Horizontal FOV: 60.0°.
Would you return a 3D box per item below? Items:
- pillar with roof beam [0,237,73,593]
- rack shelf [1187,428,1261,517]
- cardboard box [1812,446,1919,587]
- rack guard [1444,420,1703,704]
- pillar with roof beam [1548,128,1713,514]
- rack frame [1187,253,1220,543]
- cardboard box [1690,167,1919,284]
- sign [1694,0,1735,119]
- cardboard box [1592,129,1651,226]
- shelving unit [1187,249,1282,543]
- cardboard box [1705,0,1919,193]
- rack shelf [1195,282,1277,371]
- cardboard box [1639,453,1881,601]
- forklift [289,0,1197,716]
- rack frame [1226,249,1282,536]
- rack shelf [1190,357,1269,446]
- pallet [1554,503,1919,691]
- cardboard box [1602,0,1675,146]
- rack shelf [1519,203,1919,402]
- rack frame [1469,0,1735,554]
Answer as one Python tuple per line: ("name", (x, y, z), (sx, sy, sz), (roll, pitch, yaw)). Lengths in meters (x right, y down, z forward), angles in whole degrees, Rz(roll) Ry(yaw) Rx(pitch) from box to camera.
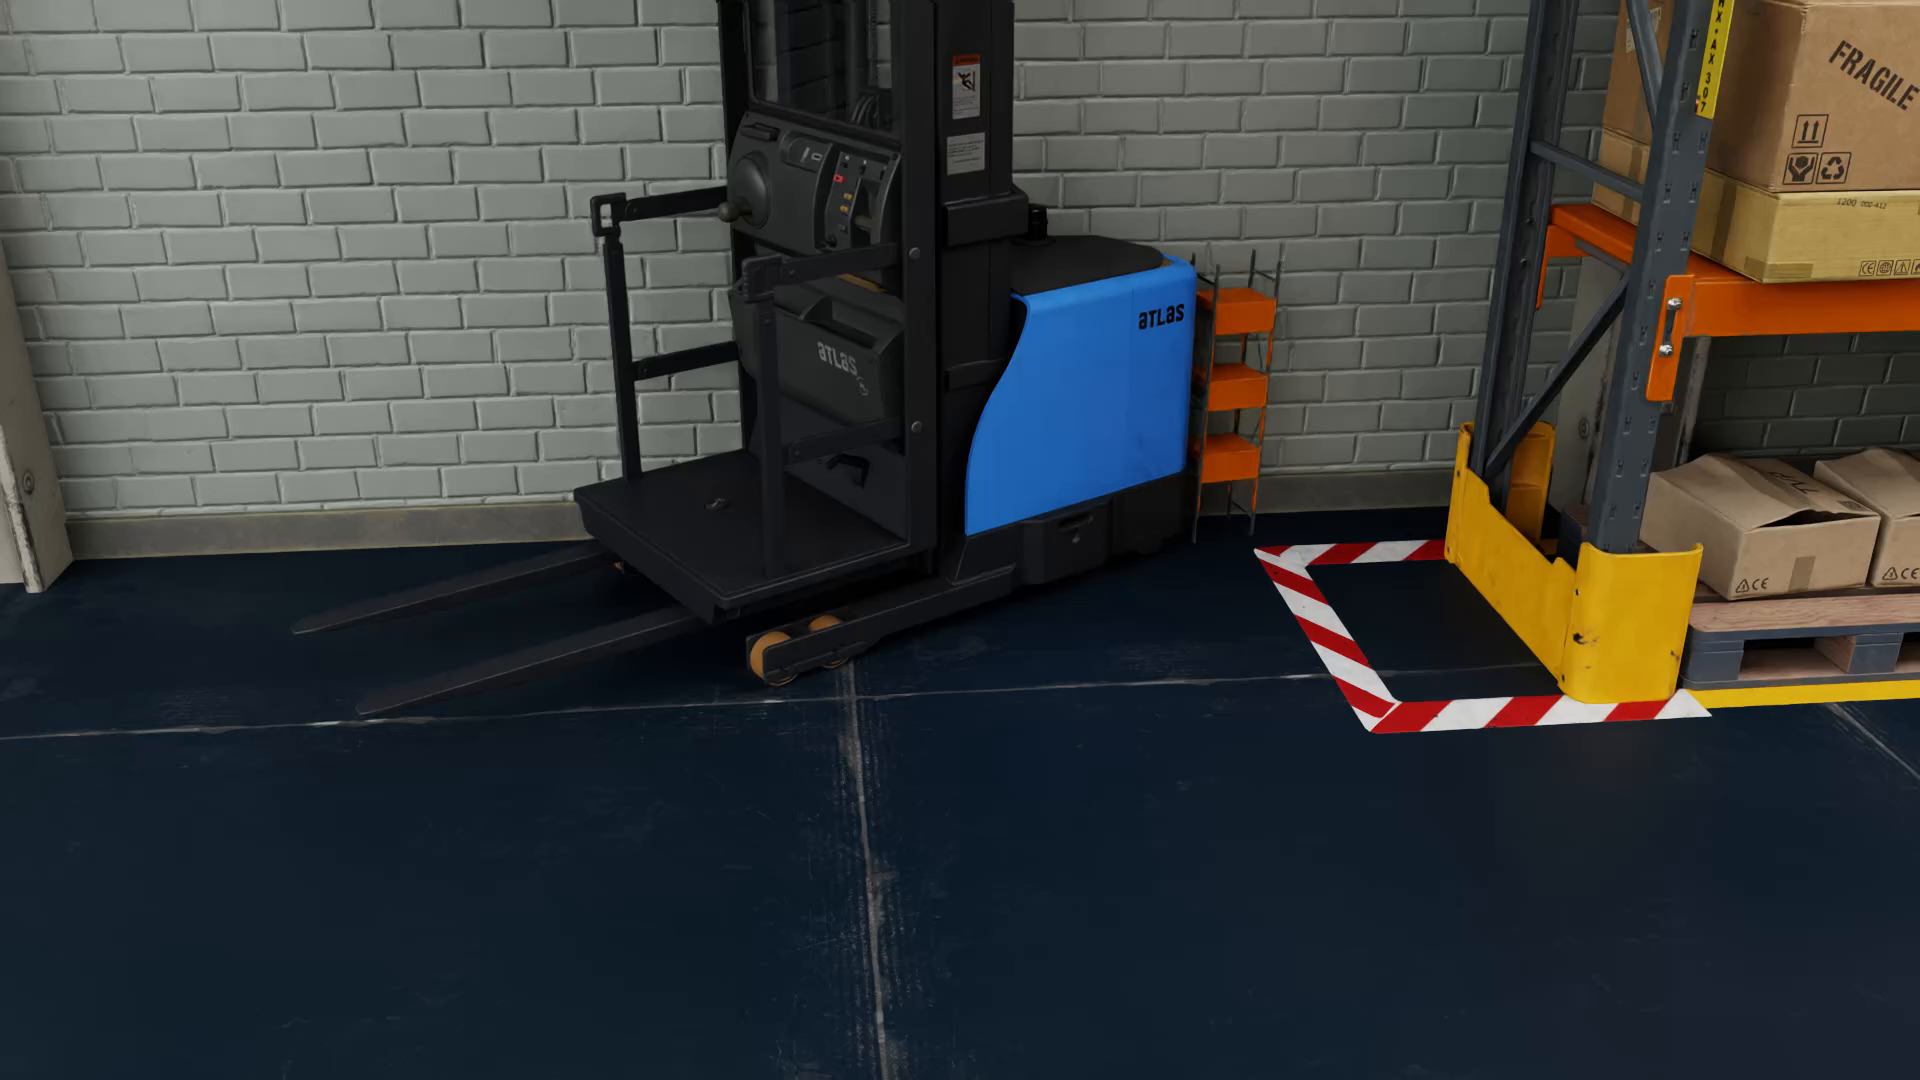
("pillar with roof beam", (-3.008, -2.243, 0.217), (0.400, 9.000, 9.100), (-2, 24, -5))
("rack shelf", (0.961, -0.256, 6.231), (0.240, 0.259, 0.215), (-7, 24, -19))
("cardboard box", (3.193, -0.090, 5.528), (0.500, 0.311, 0.500), (0, 24, -1))
("rack guard", (2.004, 0.036, 5.554), (0.348, 0.500, 1.175), (-2, 24, -5))
("pillar with roof beam", (2.963, -2.482, 0.756), (0.400, 9.000, 9.100), (-2, 24, -5))
("rack frame", (0.854, -0.508, 6.079), (0.008, 1.050, 0.200), (-7, 24, -19))
("cardboard box", (2.445, -0.935, 4.821), (0.500, 0.250, 0.500), (-3, 24, -7))
("sign", (1.982, -1.280, 4.371), (0.005, 0.325, 0.100), (-2, 24, -5))
("cardboard box", (2.374, -1.141, 5.284), (0.500, 0.250, 0.500), (-2, 24, -4))
("shelving unit", (0.969, -0.522, 6.119), (0.252, 1.050, 0.215), (-7, 24, -19))
("cardboard box", (2.433, -1.284, 4.683), (0.500, 0.500, 0.500), (-2, 24, -5))
("rack shelf", (0.976, -0.773, 6.013), (0.240, 0.259, 0.215), (-7, 24, -19))
("cardboard box", (2.626, -0.067, 5.477), (0.500, 0.311, 0.500), (-5, 24, -11))
("forklift", (-0.643, -1.125, 5.173), (3.031, 2.935, 1.130), (-17, 29, -33))
("rack frame", (1.083, -0.535, 6.159), (0.008, 1.050, 0.200), (-7, 24, -19))
("rack shelf", (0.968, -0.512, 6.123), (0.240, 0.259, 0.215), (-7, 24, -19))
("pallet", (2.816, 0.149, 5.654), (1.213, 0.211, 1.003), (-2, 24, -5))
("cardboard box", (2.376, -1.492, 5.150), (0.500, 0.500, 0.500), (-3, 24, -6))
("rack shelf", (3.918, -0.855, 5.366), (4.000, 0.370, 1.077), (-2, 24, -5))
("rack frame", (1.928, -1.104, 5.040), (0.127, 3.000, 1.000), (-2, 24, -5))
